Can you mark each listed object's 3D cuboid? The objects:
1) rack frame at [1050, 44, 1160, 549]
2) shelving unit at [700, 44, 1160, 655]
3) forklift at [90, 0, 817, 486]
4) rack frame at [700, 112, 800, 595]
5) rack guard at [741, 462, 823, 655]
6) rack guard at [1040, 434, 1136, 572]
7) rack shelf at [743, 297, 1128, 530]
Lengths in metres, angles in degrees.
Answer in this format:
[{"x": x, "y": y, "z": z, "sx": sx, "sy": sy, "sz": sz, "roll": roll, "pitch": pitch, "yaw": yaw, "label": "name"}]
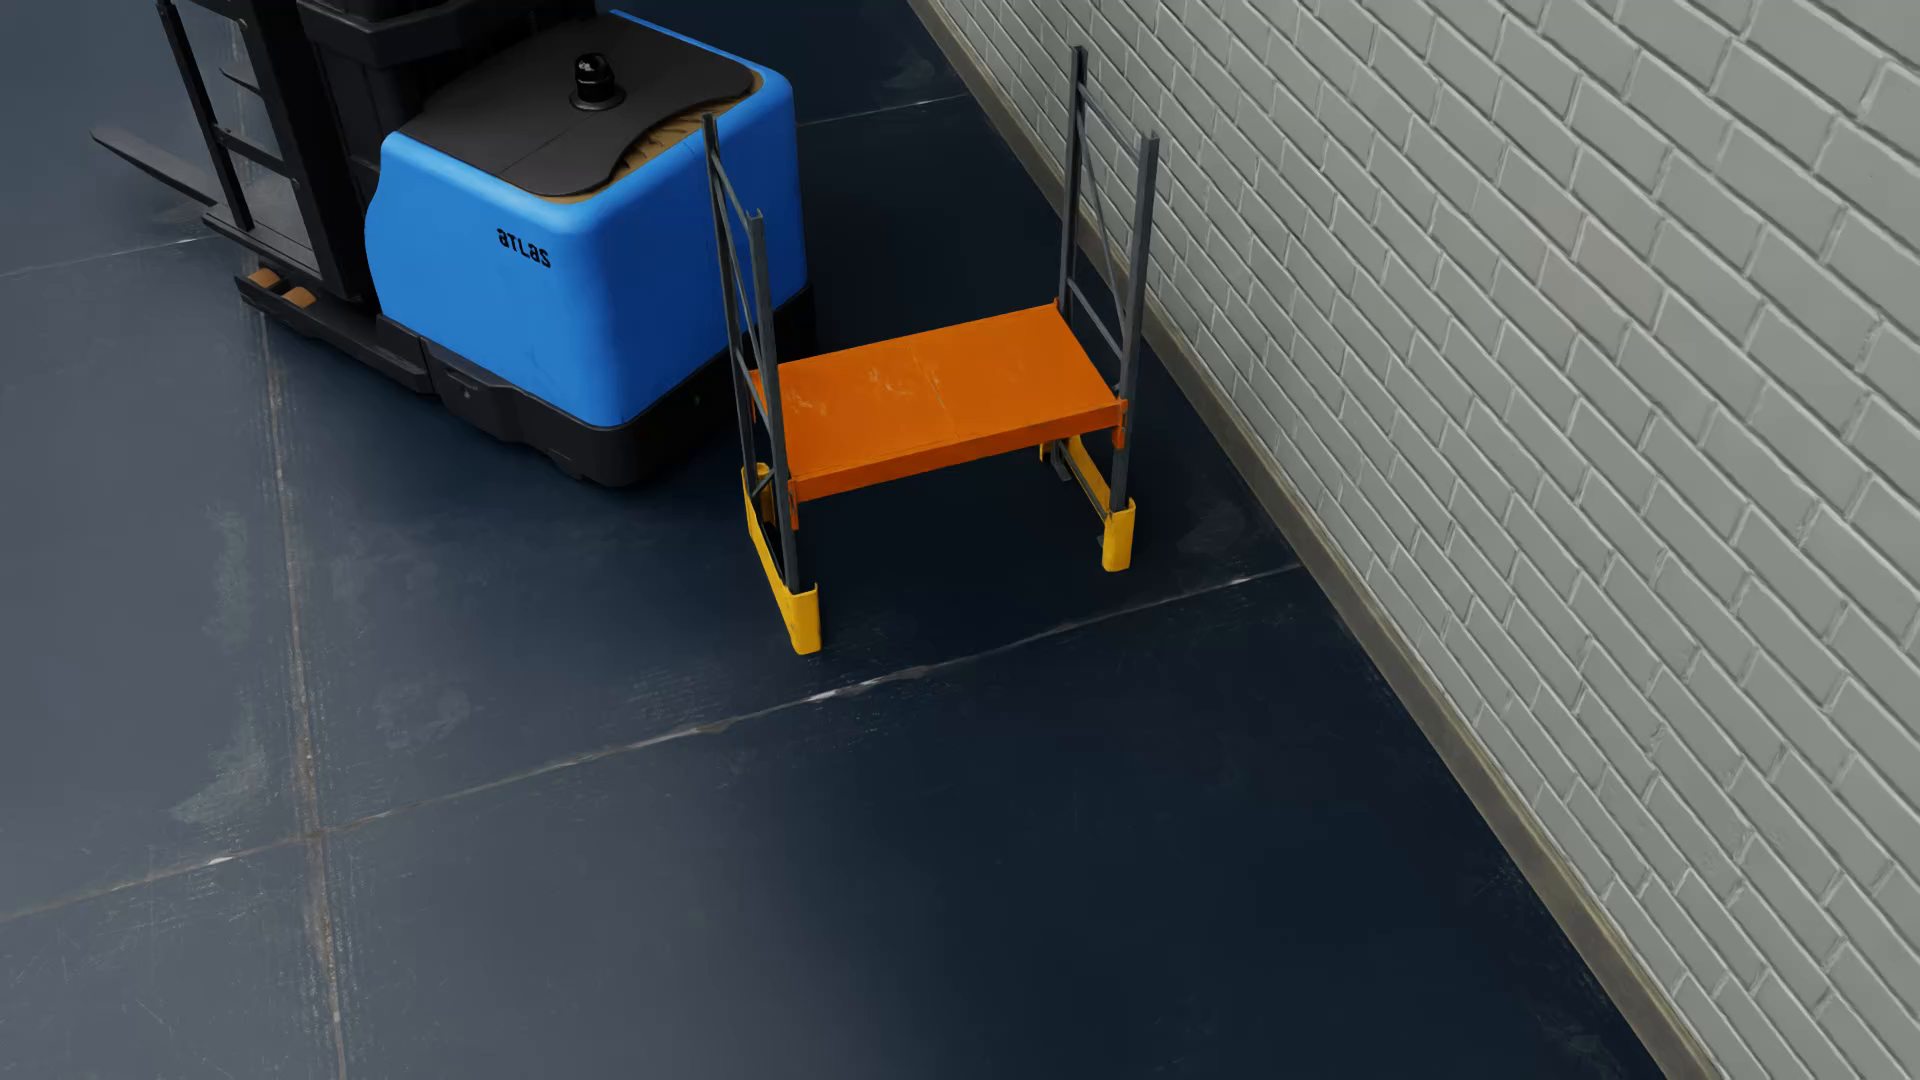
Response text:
[{"x": 0.398, "y": -0.631, "z": 4.820, "sx": 0.032, "sy": 1.500, "sz": 0.500, "roll": -14, "pitch": 47, "yaw": -14, "label": "rack frame"}, {"x": -0.072, "y": -0.511, "z": 4.701, "sx": 1.083, "sy": 1.500, "sz": 0.587, "roll": -14, "pitch": 47, "yaw": -14, "label": "shelving unit"}, {"x": -2.000, "y": -2.052, "z": 5.226, "sx": 3.031, "sy": 2.935, "sz": 1.130, "roll": 27, "pitch": 51, "yaw": 24, "label": "forklift"}, {"x": -0.558, "y": -0.387, "z": 4.576, "sx": 0.032, "sy": 1.500, "sz": 0.500, "roll": -14, "pitch": 47, "yaw": -14, "label": "rack frame"}, {"x": -0.540, "y": 0.050, "z": 5.024, "sx": 0.087, "sy": 0.250, "sz": 0.587, "roll": -14, "pitch": 47, "yaw": -14, "label": "rack guard"}, {"x": 0.397, "y": -0.190, "z": 5.263, "sx": 0.087, "sy": 0.250, "sz": 0.587, "roll": -14, "pitch": 47, "yaw": -14, "label": "rack guard"}, {"x": -0.080, "y": -0.382, "z": 4.826, "sx": 1.000, "sy": 0.185, "sz": 0.538, "roll": -14, "pitch": 47, "yaw": -14, "label": "rack shelf"}]
